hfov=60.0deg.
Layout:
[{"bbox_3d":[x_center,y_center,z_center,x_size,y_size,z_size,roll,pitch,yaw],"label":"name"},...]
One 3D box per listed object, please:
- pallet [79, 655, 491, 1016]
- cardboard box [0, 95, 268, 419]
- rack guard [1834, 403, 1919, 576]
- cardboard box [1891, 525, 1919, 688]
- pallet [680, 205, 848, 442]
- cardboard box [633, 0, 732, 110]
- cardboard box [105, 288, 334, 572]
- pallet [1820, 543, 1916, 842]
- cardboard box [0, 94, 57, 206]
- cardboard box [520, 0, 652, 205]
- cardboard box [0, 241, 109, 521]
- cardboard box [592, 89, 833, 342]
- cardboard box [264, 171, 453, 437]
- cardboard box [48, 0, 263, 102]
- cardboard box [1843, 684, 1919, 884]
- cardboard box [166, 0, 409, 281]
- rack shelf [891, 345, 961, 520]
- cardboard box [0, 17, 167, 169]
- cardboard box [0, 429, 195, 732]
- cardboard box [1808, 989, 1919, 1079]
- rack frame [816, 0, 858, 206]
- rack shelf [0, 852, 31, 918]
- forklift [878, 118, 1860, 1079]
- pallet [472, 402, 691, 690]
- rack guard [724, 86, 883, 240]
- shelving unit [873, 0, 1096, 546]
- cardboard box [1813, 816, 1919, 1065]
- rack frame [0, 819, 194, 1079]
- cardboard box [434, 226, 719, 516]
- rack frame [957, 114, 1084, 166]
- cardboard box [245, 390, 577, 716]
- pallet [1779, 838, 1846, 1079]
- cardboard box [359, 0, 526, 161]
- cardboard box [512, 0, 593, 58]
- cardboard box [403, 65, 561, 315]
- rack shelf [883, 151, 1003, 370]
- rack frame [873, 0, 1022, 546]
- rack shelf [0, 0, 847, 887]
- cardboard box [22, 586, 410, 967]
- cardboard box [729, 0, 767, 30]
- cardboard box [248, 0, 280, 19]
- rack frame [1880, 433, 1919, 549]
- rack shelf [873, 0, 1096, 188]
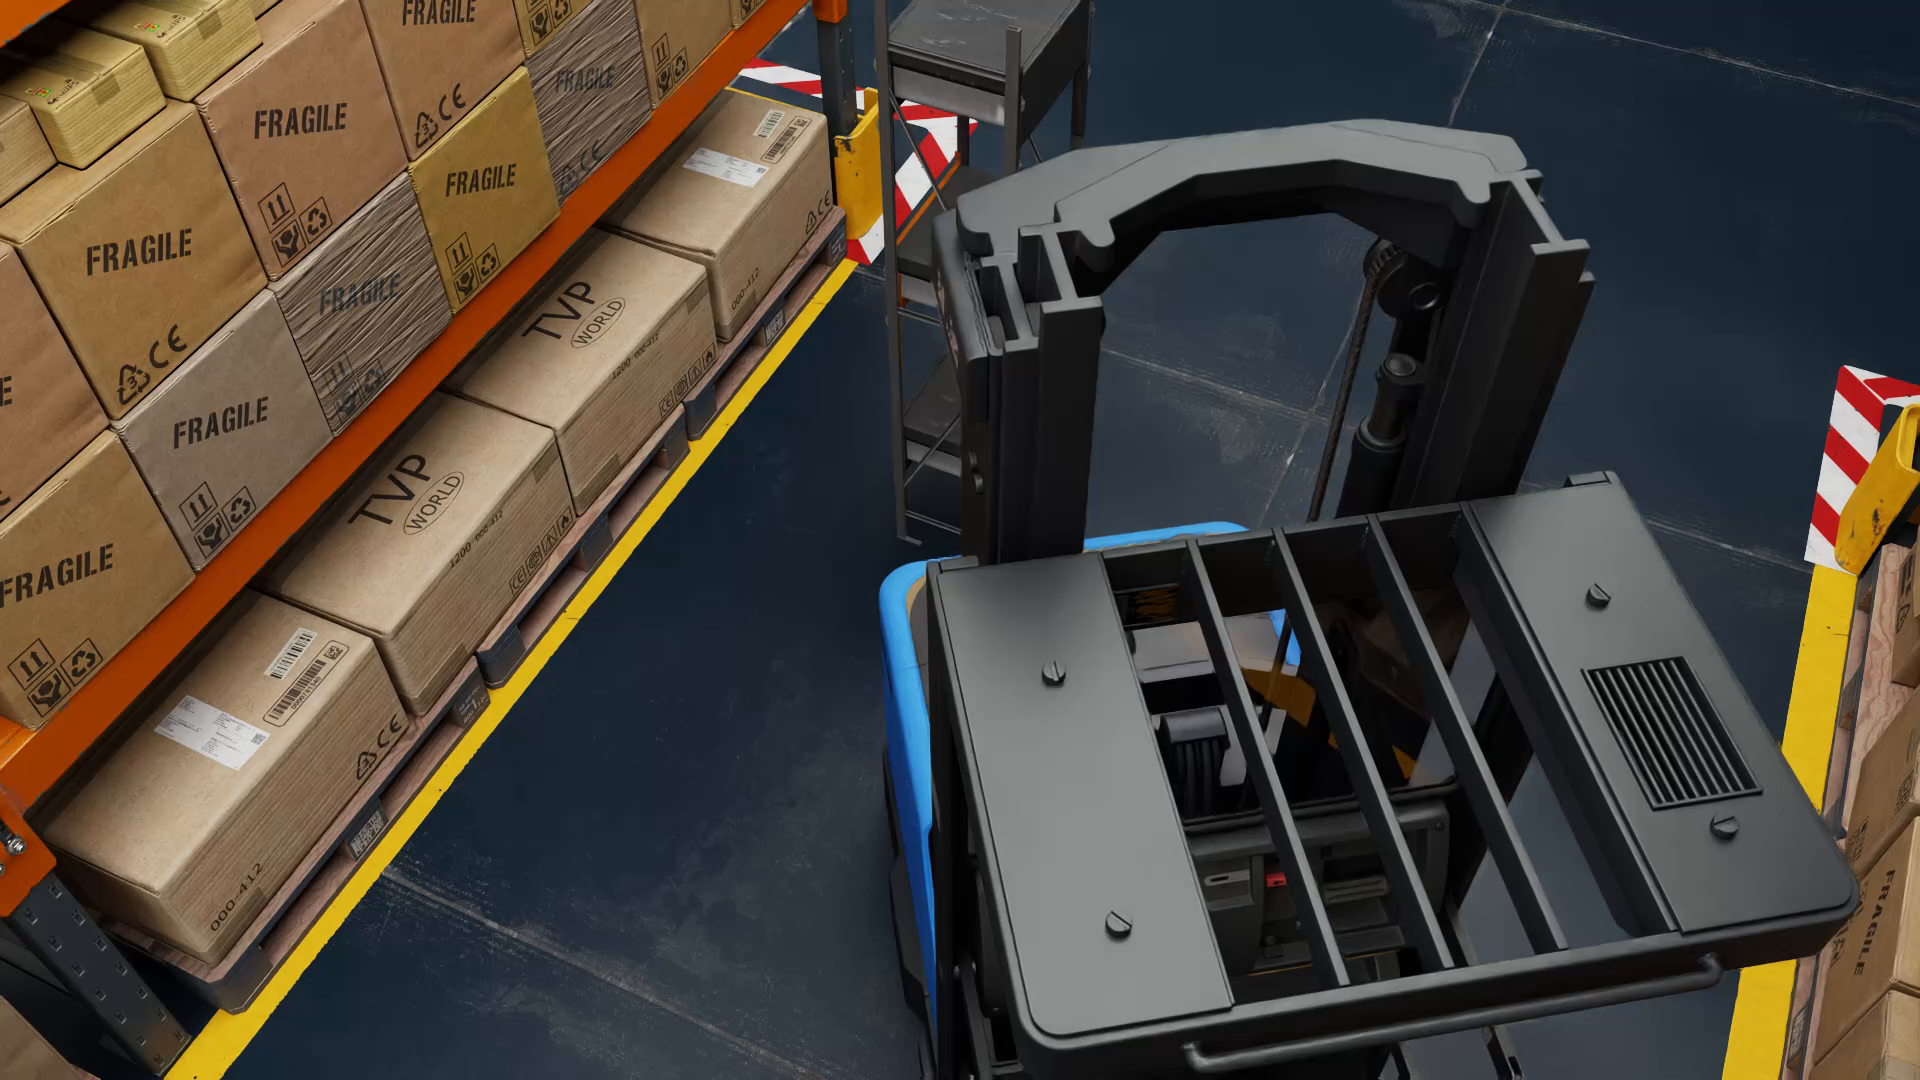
[{"bbox_3d":[-2.194,0.688,5.026,1.003,0.211,1.213,20,52,16],"label":"pallet"},{"bbox_3d":[-1.946,-0.669,3.627,0.500,0.500,0.500,19,52,16],"label":"cardboard box"},{"bbox_3d":[3.577,0.003,5.419,1.175,0.500,0.348,20,52,16],"label":"rack guard"},{"bbox_3d":[3.262,0.204,4.970,0.797,0.503,0.637,18,52,15],"label":"cardboard box"},{"bbox_3d":[-1.151,-0.992,6.456,1.003,0.211,1.213,20,52,16],"label":"pallet"},{"bbox_3d":[-1.075,-1.745,5.200,0.500,0.500,0.500,19,52,15],"label":"cardboard box"},{"bbox_3d":[-1.933,-0.333,3.998,0.500,0.500,0.500,20,53,16],"label":"cardboard box"},{"bbox_3d":[3.237,0.646,5.062,1.003,0.211,1.213,20,52,16],"label":"pallet"},{"bbox_3d":[-2.054,-0.789,3.303,0.380,0.149,0.250,19,52,16],"label":"cardboard box"},{"bbox_3d":[-1.286,-1.388,4.896,0.500,0.500,0.500,21,53,17],"label":"cardboard box"},{"bbox_3d":[-2.167,-0.323,3.333,0.500,0.500,0.500,20,53,16],"label":"cardboard box"},{"bbox_3d":[-1.072,-1.291,6.285,0.875,0.438,0.875,18,52,15],"label":"cardboard box"},{"bbox_3d":[-1.715,-0.673,4.288,0.500,0.500,0.500,20,53,16],"label":"cardboard box"},{"bbox_3d":[-1.753,-1.113,3.580,0.380,0.149,0.250,18,52,15],"label":"cardboard box"},{"bbox_3d":[2.862,0.781,4.482,0.700,0.500,0.500,22,53,18],"label":"cardboard box"},{"bbox_3d":[-1.716,-1.018,3.924,0.500,0.500,0.500,21,53,17],"label":"cardboard box"},{"bbox_3d":[0.071,-0.332,5.591,0.431,0.518,0.480,20,52,16],"label":"rack shelf"},{"bbox_3d":[-1.892,-0.940,3.432,0.380,0.149,0.250,19,52,16],"label":"cardboard box"},{"bbox_3d":[-2.152,0.012,3.704,0.500,0.500,0.500,21,53,17],"label":"cardboard box"},{"bbox_3d":[2.418,1.496,3.873,0.700,0.500,0.500,18,52,15],"label":"cardboard box"},{"bbox_3d":[-0.880,-2.472,5.884,1.000,3.000,0.127,20,52,16],"label":"rack frame"},{"bbox_3d":[-3.444,1.893,2.642,1.077,0.370,4.000,20,52,16],"label":"rack shelf"},{"bbox_3d":[0.535,0.856,3.097,1.130,2.935,3.031,-8,50,-6],"label":"forklift"},{"bbox_3d":[-1.674,-0.155,5.743,1.003,0.211,1.213,20,52,16],"label":"pallet"},{"bbox_3d":[-0.870,-1.678,6.850,1.175,0.500,0.348,20,52,16],"label":"rack guard"},{"bbox_3d":[0.071,-0.794,5.047,0.431,2.100,0.503,20,52,16],"label":"shelving unit"},{"bbox_3d":[2.545,1.112,4.200,0.500,0.500,0.500,21,53,17],"label":"cardboard box"},{"bbox_3d":[-2.589,0.282,3.540,1.000,3.000,0.127,20,52,16],"label":"rack frame"},{"bbox_3d":[-1.455,-0.658,5.747,0.875,0.438,0.875,21,53,17],"label":"cardboard box"},{"bbox_3d":[0.175,-0.962,5.190,0.400,2.100,0.015,20,52,16],"label":"rack frame"},{"bbox_3d":[-1.842,-0.037,5.219,0.875,0.438,0.875,18,52,15],"label":"cardboard box"},{"bbox_3d":[2.714,1.483,4.350,1.003,0.211,1.213,20,52,16],"label":"pallet"},{"bbox_3d":[-1.499,-1.364,4.219,0.500,0.500,0.500,19,52,16],"label":"cardboard box"},{"bbox_3d":[-1.282,-1.710,4.513,0.500,0.500,0.500,20,52,16],"label":"cardboard box"},{"bbox_3d":[-1.495,-1.028,4.590,0.500,0.500,0.500,21,53,17],"label":"cardboard box"},{"bbox_3d":[0.071,-0.786,5.058,0.431,0.518,0.480,20,52,16],"label":"rack shelf"},{"bbox_3d":[-0.034,-0.626,4.904,0.400,2.100,0.015,20,52,16],"label":"rack frame"},{"bbox_3d":[-1.735,-0.862,4.986,1.077,0.370,4.000,20,52,16],"label":"rack shelf"},{"bbox_3d":[-2.224,0.579,4.694,0.875,0.438,0.875,19,52,16],"label":"cardboard box"},{"bbox_3d":[-0.847,-2.086,5.490,0.500,0.500,0.500,20,53,16],"label":"cardboard box"},{"bbox_3d":[-1.719,-1.313,3.750,0.380,0.149,0.250,20,52,16],"label":"cardboard box"},{"bbox_3d":[3.609,-0.859,4.512,1.000,3.000,0.127,20,52,16],"label":"rack frame"},{"bbox_3d":[0.071,-1.239,4.525,0.431,0.518,0.480,20,52,16],"label":"rack shelf"}]
